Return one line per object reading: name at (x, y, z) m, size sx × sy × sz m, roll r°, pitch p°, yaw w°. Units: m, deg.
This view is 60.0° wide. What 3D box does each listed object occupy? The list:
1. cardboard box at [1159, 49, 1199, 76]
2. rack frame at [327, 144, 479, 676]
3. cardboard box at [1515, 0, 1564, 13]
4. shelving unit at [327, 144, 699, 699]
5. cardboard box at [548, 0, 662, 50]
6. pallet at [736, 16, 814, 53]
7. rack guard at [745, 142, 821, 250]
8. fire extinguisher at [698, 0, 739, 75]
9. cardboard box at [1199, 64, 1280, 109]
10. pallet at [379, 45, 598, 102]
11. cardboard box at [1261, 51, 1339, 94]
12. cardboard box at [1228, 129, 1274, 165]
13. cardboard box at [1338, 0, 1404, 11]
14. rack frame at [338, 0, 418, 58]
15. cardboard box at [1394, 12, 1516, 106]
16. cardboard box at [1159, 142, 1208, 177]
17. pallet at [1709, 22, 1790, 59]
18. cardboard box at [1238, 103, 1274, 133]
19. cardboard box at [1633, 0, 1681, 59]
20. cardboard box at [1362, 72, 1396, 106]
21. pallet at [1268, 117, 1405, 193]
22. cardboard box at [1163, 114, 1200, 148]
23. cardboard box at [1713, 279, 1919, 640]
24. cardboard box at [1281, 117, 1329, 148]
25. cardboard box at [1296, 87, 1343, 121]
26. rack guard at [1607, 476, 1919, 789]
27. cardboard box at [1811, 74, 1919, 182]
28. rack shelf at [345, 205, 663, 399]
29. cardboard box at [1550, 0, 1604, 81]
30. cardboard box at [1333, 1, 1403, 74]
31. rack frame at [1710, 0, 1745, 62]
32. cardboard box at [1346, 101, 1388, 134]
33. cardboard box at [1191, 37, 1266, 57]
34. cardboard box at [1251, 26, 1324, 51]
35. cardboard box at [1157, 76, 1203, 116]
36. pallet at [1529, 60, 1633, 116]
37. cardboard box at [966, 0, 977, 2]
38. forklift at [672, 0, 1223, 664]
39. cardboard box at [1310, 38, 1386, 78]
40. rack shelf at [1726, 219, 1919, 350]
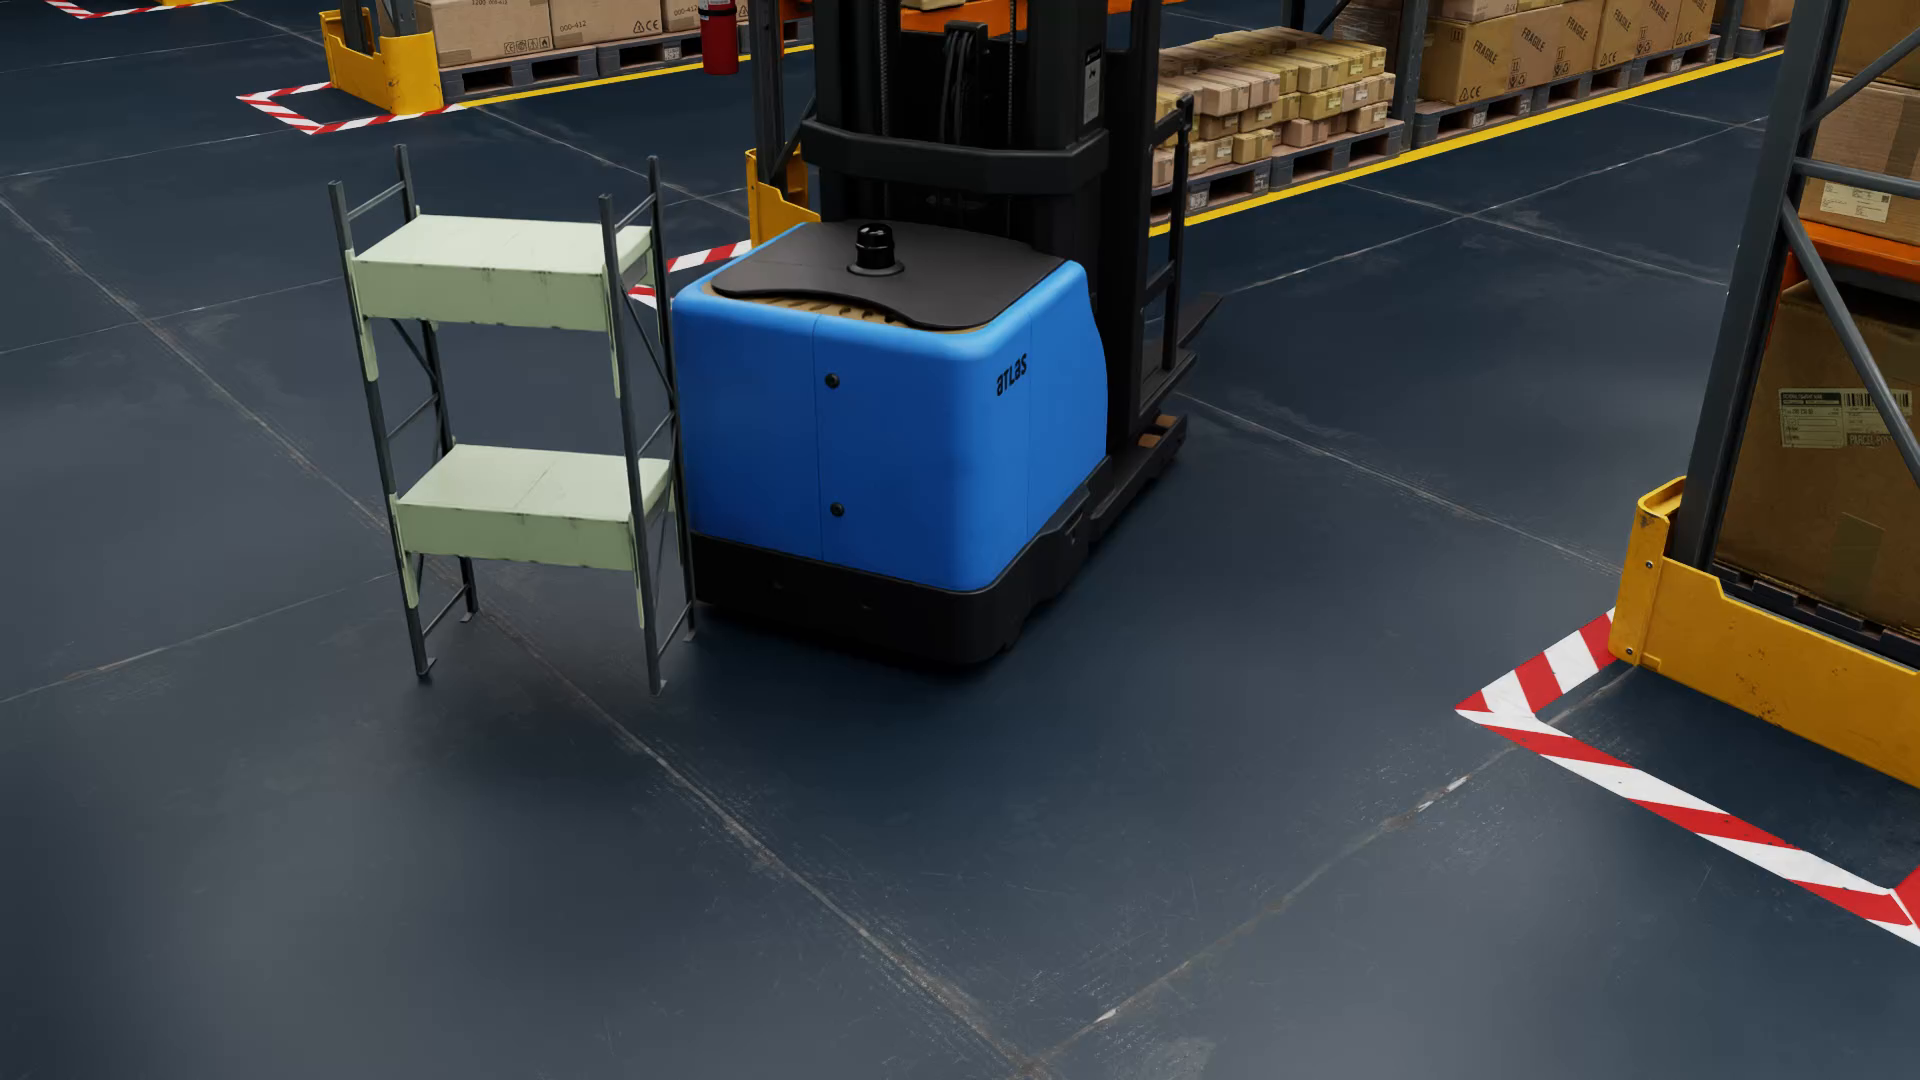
cardboard box at (1.160, -2.734, 9.631) m, size 0.250 × 0.149 × 0.380 m, roll -21°, pitch 35°, yaw -34°
rack frame at (-1.586, -0.347, 4.808) m, size 0.023 × 1.500 × 0.400 m, roll 5°, pitch 28°, yaw 8°
cardboard box at (3.532, -3.578, 10.673) m, size 0.500 × 0.250 × 0.500 m, roll -21°, pitch 34°, yaw -34°
shelving unit at (-1.225, -0.319, 4.755) m, size 0.755 × 1.500 × 0.431 m, roll 5°, pitch 28°, yaw 8°
cardboard box at (-2.810, -3.965, 12.260) m, size 0.875 × 0.438 × 0.875 m, roll -21°, pitch 34°, yaw -34°
pallet at (-1.524, -4.179, 13.345) m, size 1.213 × 0.211 × 1.003 m, roll -22°, pitch 35°, yaw -35°
rack guard at (-0.590, -1.566, 8.150) m, size 0.348 × 0.500 × 1.175 m, roll -22°, pitch 35°, yaw -35°
fire extinguisher at (-1.139, -2.535, 7.789) m, size 0.183 × 0.674 × 0.296 m, roll -22°, pitch 35°, yaw -35°
cardboard box at (1.546, -2.519, 9.228) m, size 0.250 × 0.149 × 0.380 m, roll -24°, pitch 36°, yaw -37°
pallet at (-3.380, -3.432, 11.948) m, size 1.213 × 0.211 × 1.003 m, roll -22°, pitch 35°, yaw -35°
cardboard box at (1.940, -2.686, 9.542) m, size 0.250 × 0.149 × 0.380 m, roll -22°, pitch 35°, yaw -35°
cardboard box at (1.530, -2.238, 9.335) m, size 0.250 × 0.149 × 0.380 m, roll -22°, pitch 35°, yaw -35°
cardboard box at (2.797, -3.601, 10.717) m, size 0.500 × 0.250 × 0.500 m, roll -23°, pitch 36°, yaw -36°
rack frame at (-3.938, -4.389, 10.781) m, size 0.127 × 3.000 × 1.000 m, roll -22°, pitch 35°, yaw -35°
cardboard box at (3.129, -3.083, 10.542) m, size 0.500 × 0.500 × 0.500 m, roll -20°, pitch 34°, yaw -33°
cardboard box at (1.126, -2.097, 9.070) m, size 0.250 × 0.149 × 0.380 m, roll -22°, pitch 35°, yaw -35°
pallet at (6.086, -4.077, 13.155) m, size 1.213 × 0.211 × 1.003 m, roll -22°, pitch 35°, yaw -35°
cardboard box at (1.536, -2.416, 9.351) m, size 0.250 × 0.149 × 0.380 m, roll -21°, pitch 35°, yaw -34°
cardboard box at (4.709, -3.723, 11.740) m, size 0.500 × 0.500 × 0.500 m, roll -20°, pitch 34°, yaw -33°
cardboard box at (2.361, -2.718, 9.916) m, size 0.250 × 0.149 × 0.380 m, roll -21°, pitch 35°, yaw -34°
pallet at (1.907, -2.421, 10.056) m, size 1.213 × 0.211 × 1.003 m, roll -22°, pitch 35°, yaw -35°
cardboard box at (1.088, -2.274, 9.087) m, size 0.250 × 0.149 × 0.380 m, roll -20°, pitch 34°, yaw -33°
cardboard box at (2.929, -0.309, 4.954) m, size 0.875 × 0.875 × 0.875 m, roll -22°, pitch 35°, yaw -35°
cardboard box at (1.906, -2.401, 9.640) m, size 0.250 × 0.149 × 0.380 m, roll -23°, pitch 36°, yaw -36°
cardboard box at (1.971, -2.542, 9.588) m, size 0.250 × 0.149 × 0.380 m, roll -23°, pitch 36°, yaw -37°
rack guard at (2.476, 0.274, 4.707) m, size 0.348 × 0.500 × 1.175 m, roll -22°, pitch 35°, yaw -35°
cardboard box at (2.691, -1.144, 4.552) m, size 0.500 × 0.250 × 0.500 m, roll -23°, pitch 35°, yaw -36°
rack shelf at (-1.225, -0.663, 4.571) m, size 0.720 × 0.370 × 0.431 m, roll 5°, pitch 28°, yaw 8°
cardboard box at (3.920, -3.410, 11.155) m, size 0.500 × 0.500 × 0.500 m, roll -21°, pitch 35°, yaw -34°
cardboard box at (2.794, -3.268, 10.890) m, size 0.500 × 0.500 × 0.500 m, roll -23°, pitch 36°, yaw -36°
rack frame at (5.438, -5.093, 12.097) m, size 0.127 × 3.000 × 1.000 m, roll -22°, pitch 35°, yaw -35°
cardboard box at (2.318, -2.555, 9.927) m, size 0.250 × 0.149 × 0.380 m, roll -21°, pitch 35°, yaw -34°
cardboard box at (1.590, -2.870, 9.886) m, size 0.250 × 0.149 × 0.380 m, roll -22°, pitch 35°, yaw -36°
cardboard box at (1.998, -3.028, 10.182) m, size 0.250 × 0.149 × 0.380 m, roll -20°, pitch 34°, yaw -33°
cardboard box at (1.088, -2.395, 8.997) m, size 0.250 × 0.149 × 0.380 m, roll -22°, pitch 35°, yaw -35°
pallet at (3.915, -3.253, 11.613) m, size 1.213 × 0.211 × 1.003 m, roll -22°, pitch 35°, yaw -35°
cardboard box at (-0.022, -2.609, 7.716) m, size 0.250 × 0.149 × 0.380 m, roll -20°, pitch 34°, yaw -33°
forklift at (0.216, -1.597, 5.629) m, size 1.130 × 2.935 × 3.031 m, roll 12°, pitch 30°, yaw 22°
cardboard box at (2.293, -2.857, 9.862) m, size 0.250 × 0.149 × 0.380 m, roll -21°, pitch 34°, yaw -34°
rack shelf at (4.016, -1.131, 5.446) m, size 4.000 × 0.370 × 1.077 m, roll -22°, pitch 35°, yaw -35°
